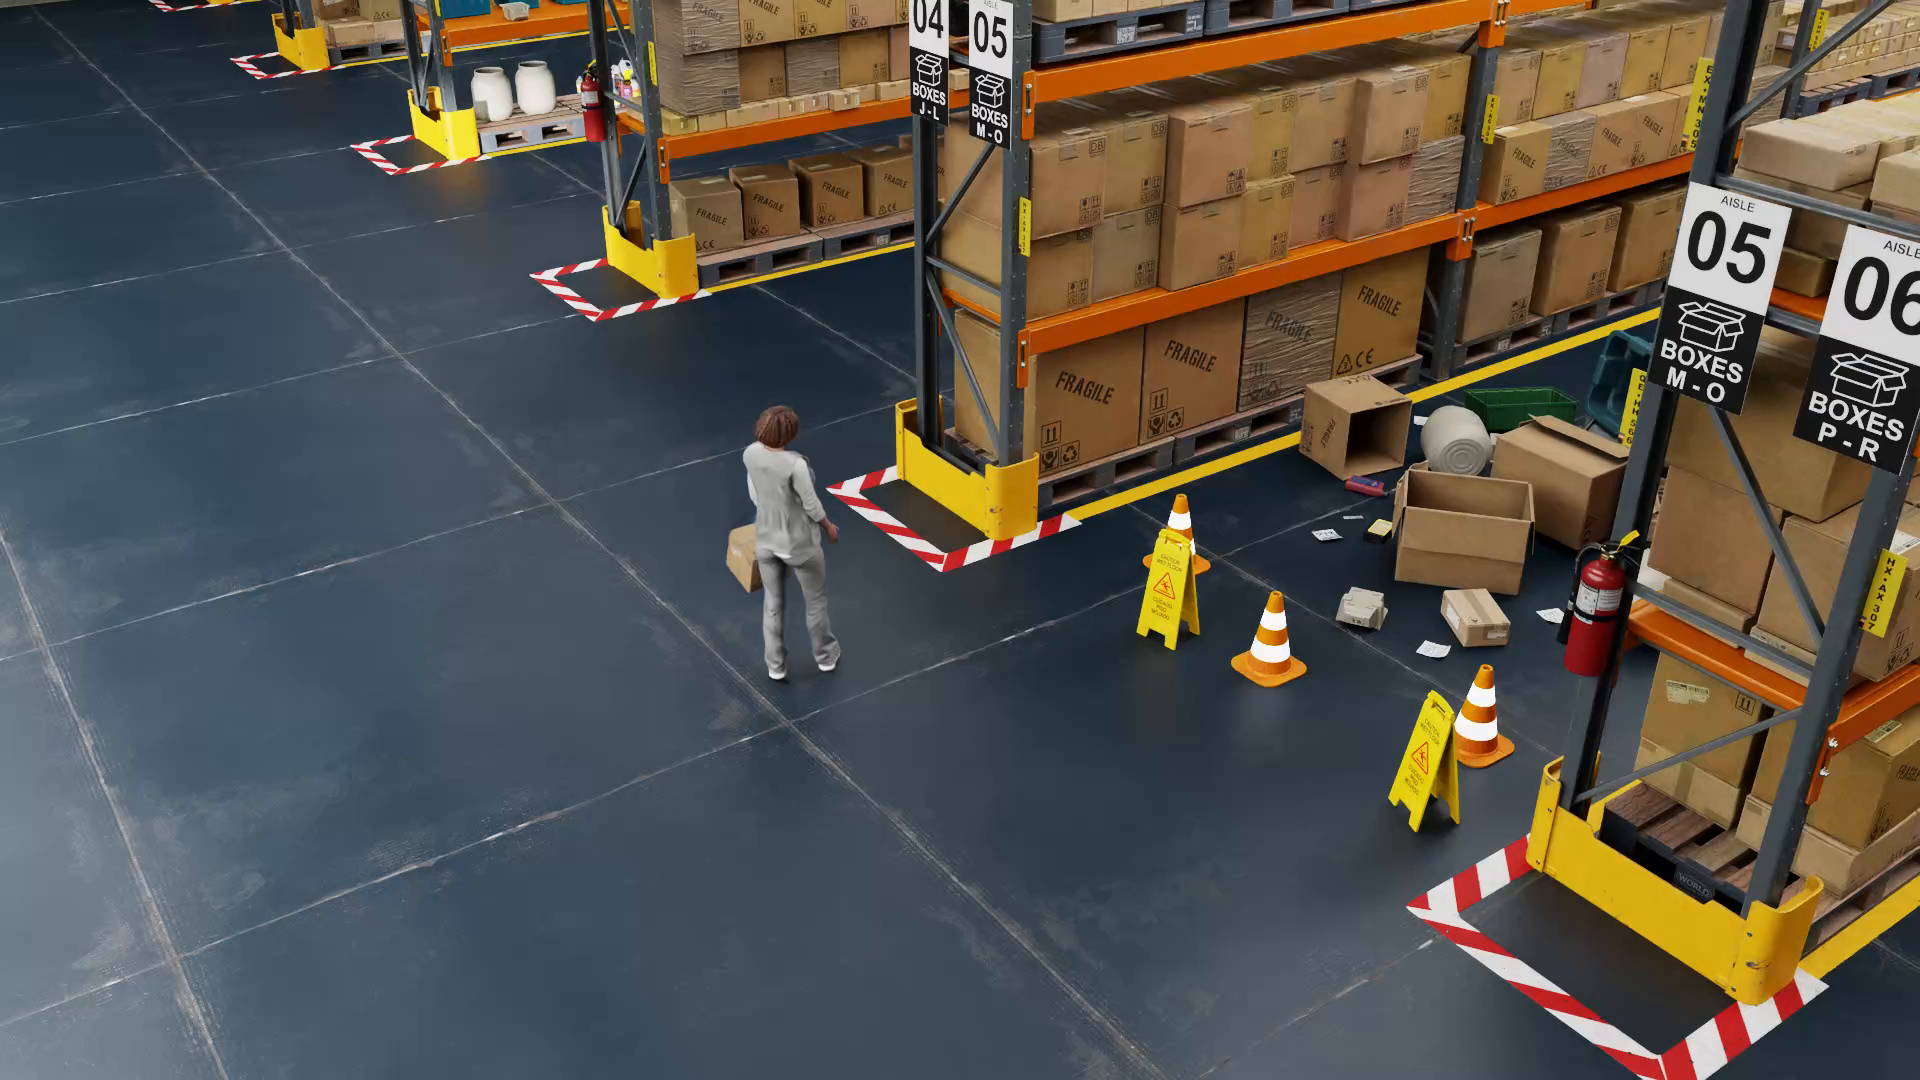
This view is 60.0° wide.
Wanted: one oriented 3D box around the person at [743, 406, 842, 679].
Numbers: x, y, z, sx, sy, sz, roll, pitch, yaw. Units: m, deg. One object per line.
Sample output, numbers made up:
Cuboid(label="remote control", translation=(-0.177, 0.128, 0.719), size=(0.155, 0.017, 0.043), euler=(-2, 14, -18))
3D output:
Cuboid(label="person", translation=(-0.864, -0.011, 8.638), size=(0.434, 1.588, 0.473), euler=(13, 32, 22))
